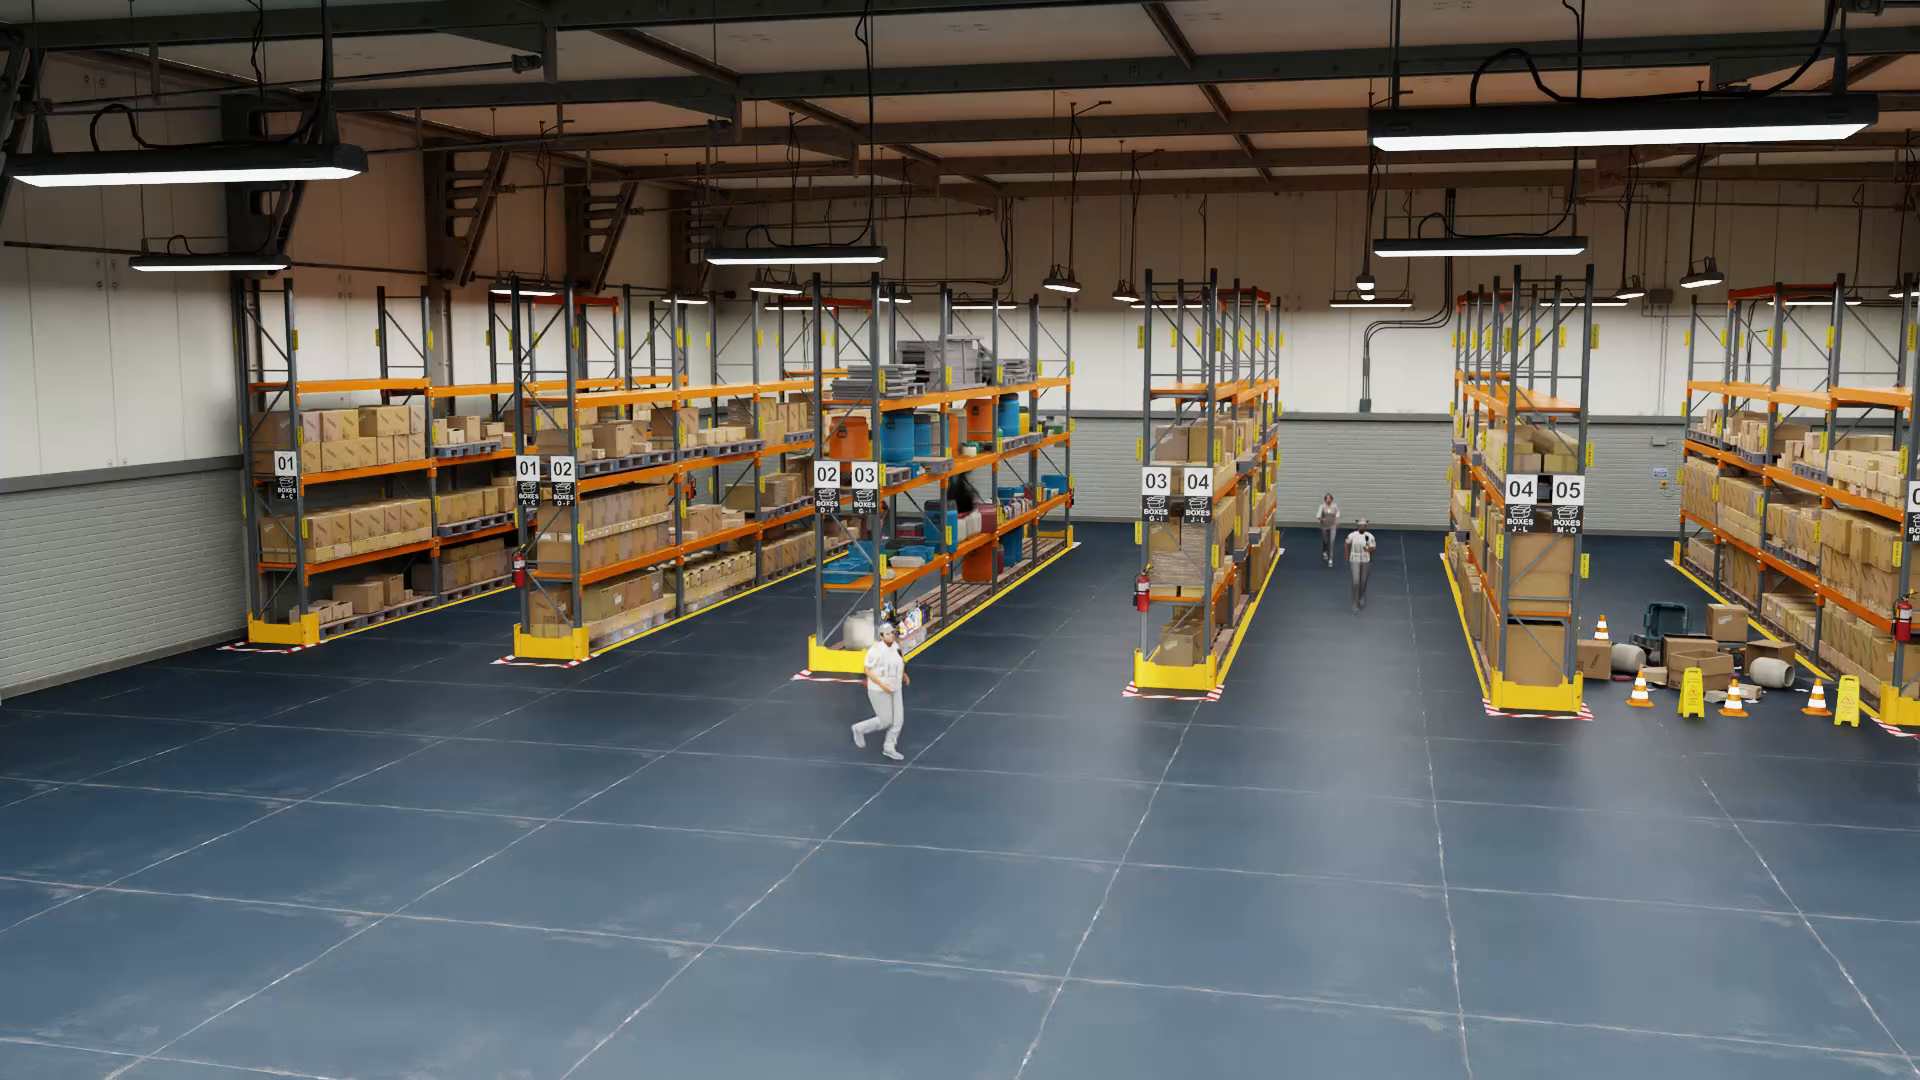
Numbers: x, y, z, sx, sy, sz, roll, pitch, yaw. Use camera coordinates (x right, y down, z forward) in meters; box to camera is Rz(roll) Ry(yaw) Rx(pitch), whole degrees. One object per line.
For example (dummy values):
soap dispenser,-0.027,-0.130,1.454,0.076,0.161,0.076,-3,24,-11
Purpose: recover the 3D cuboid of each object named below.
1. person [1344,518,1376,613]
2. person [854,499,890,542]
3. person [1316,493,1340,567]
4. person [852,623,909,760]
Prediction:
person,7.457,0.451,30.992,0.549,1.755,0.763,1,7,6
person,-1.839,-0.183,34.319,0.688,1.849,0.789,1,7,11
person,8.243,-0.257,37.279,0.525,1.605,0.877,1,7,8
person,-0.933,1.806,20.093,0.641,1.650,0.607,6,9,39
